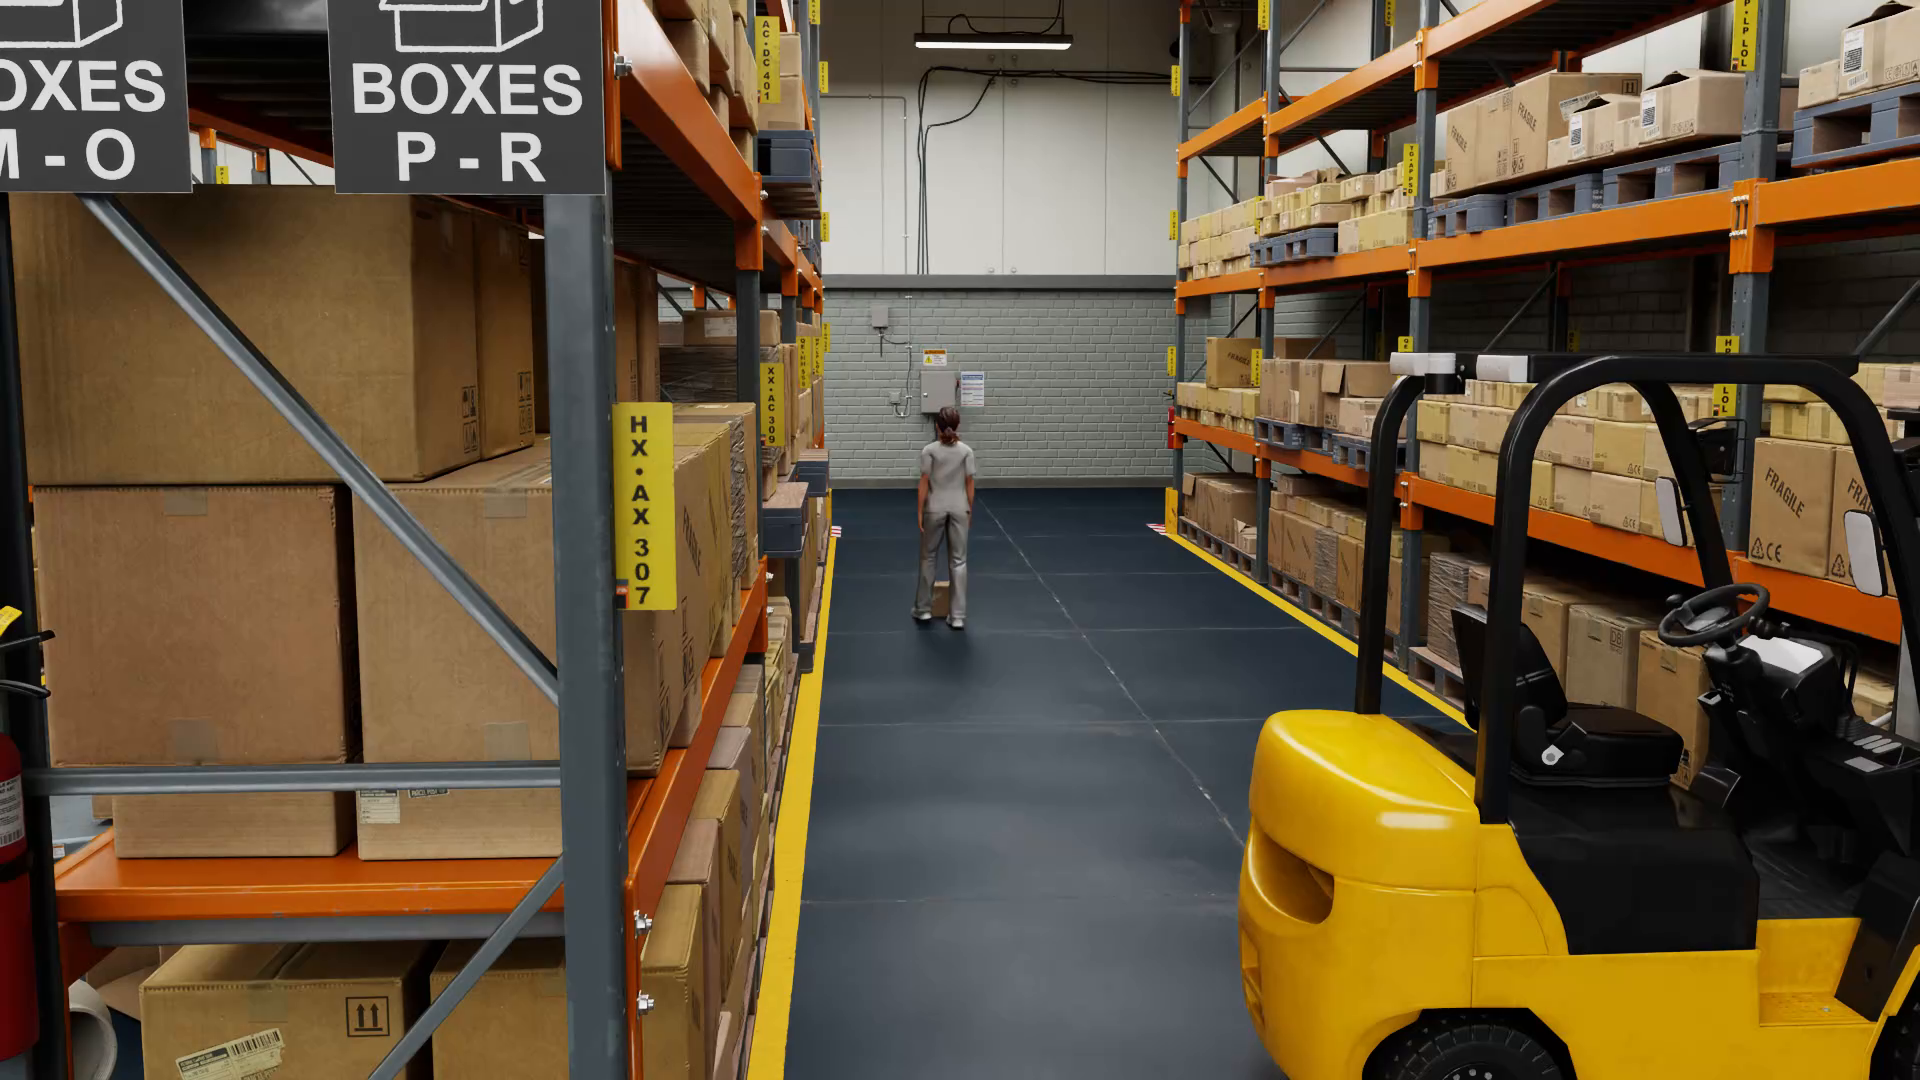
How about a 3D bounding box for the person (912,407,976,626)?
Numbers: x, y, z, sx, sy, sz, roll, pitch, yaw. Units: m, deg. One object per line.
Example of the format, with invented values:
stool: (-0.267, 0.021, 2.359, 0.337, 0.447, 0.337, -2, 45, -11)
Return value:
person: (-0.122, -0.196, 12.784, 0.462, 1.662, 0.639, -1, 7, -6)
